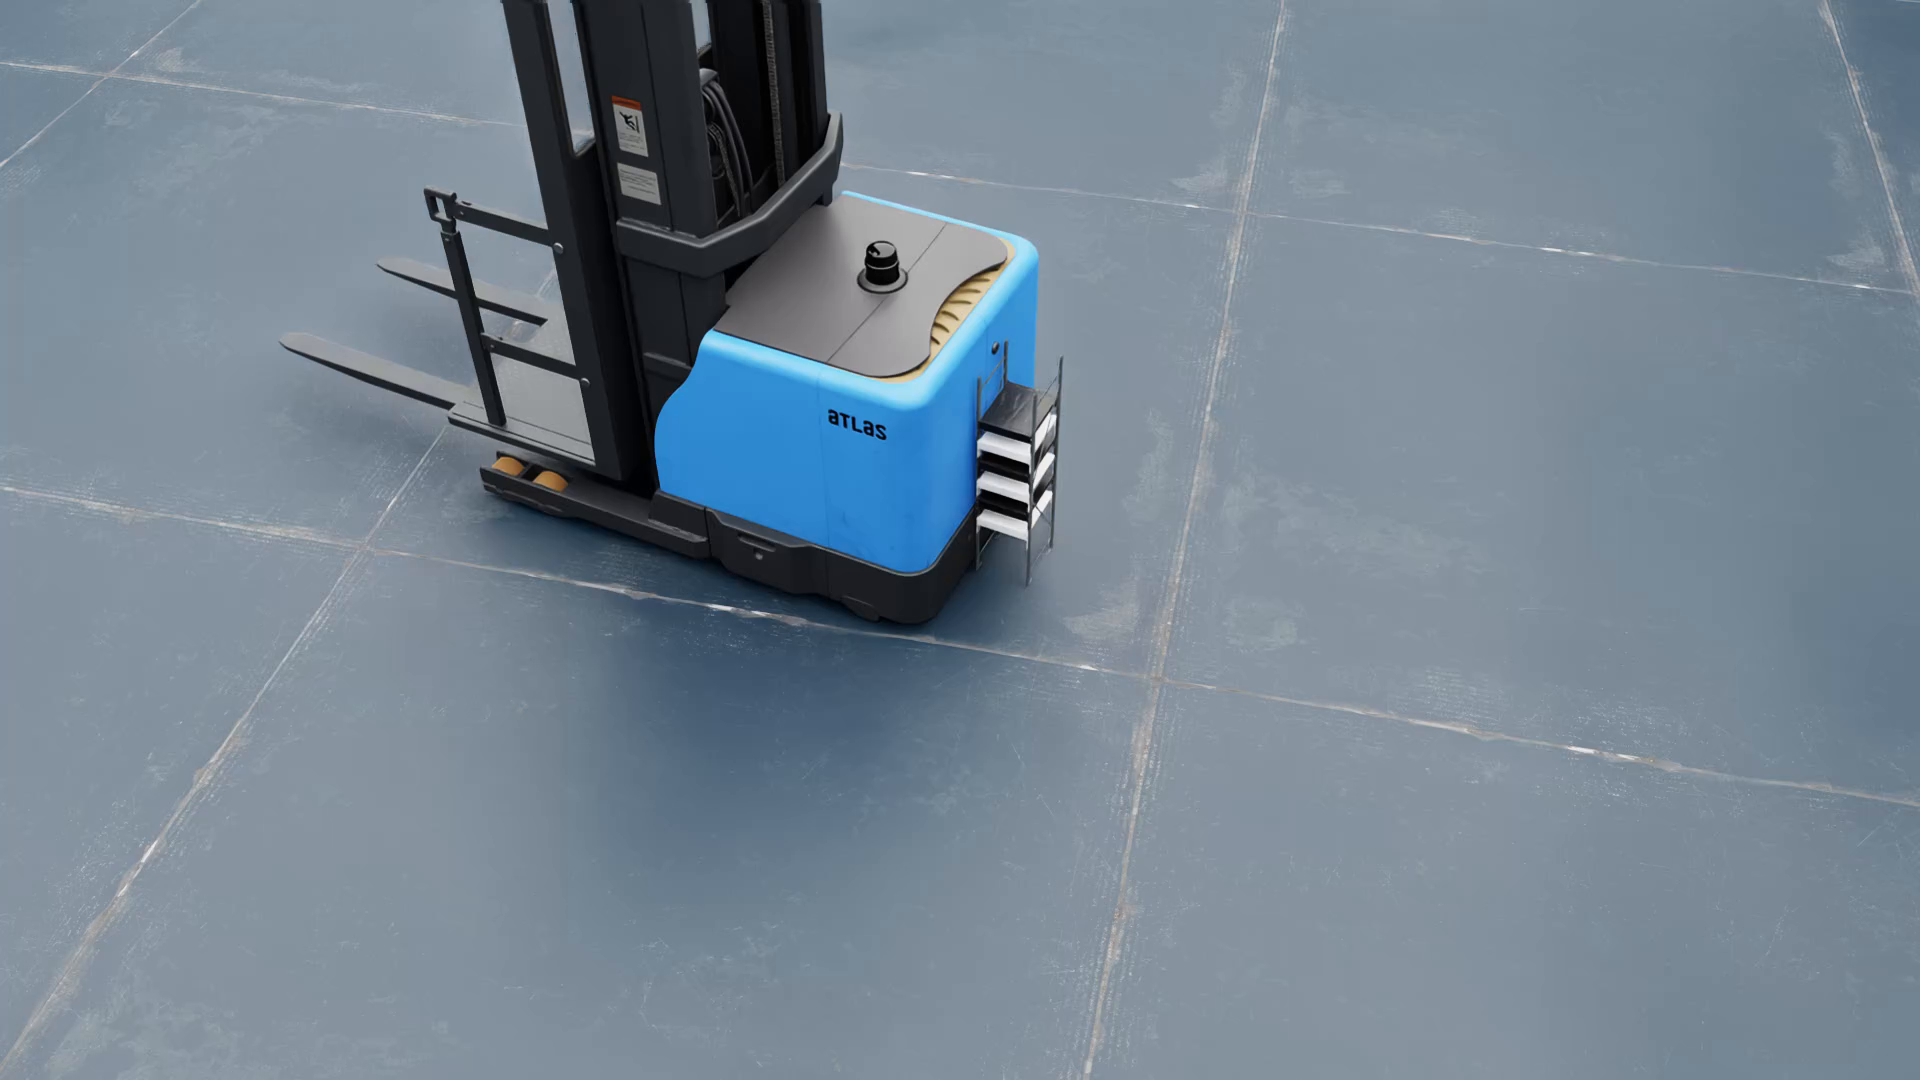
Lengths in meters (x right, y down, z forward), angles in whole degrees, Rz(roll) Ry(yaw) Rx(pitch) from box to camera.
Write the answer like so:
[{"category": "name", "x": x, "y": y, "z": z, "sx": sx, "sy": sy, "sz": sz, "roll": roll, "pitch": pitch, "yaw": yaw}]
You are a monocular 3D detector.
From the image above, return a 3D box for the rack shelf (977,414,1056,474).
[{"category": "rack shelf", "x": 0.203, "y": -0.360, "z": 5.764, "sx": 0.200, "sy": 0.077, "sz": 0.258, "roll": 18, "pitch": 47, "yaw": 18}]

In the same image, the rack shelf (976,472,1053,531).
[{"category": "rack shelf", "x": 0.203, "y": -0.166, "z": 5.951, "sx": 0.200, "sy": 0.077, "sz": 0.258, "roll": 18, "pitch": 47, "yaw": 18}]

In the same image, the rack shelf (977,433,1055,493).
[{"category": "rack shelf", "x": 0.203, "y": -0.296, "z": 5.826, "sx": 0.200, "sy": 0.077, "sz": 0.258, "roll": 18, "pitch": 47, "yaw": 18}]

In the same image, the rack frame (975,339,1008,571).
[{"category": "rack frame", "x": 0.111, "y": -0.285, "z": 5.897, "sx": 0.006, "sy": 0.900, "sz": 0.240, "roll": 18, "pitch": 47, "yaw": 18}]

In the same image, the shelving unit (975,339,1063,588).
[{"category": "shelving unit", "x": 0.203, "y": -0.255, "z": 5.866, "sx": 0.210, "sy": 0.900, "sz": 0.258, "roll": 18, "pitch": 47, "yaw": 18}]

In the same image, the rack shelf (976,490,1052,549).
[{"category": "rack shelf", "x": 0.203, "y": -0.101, "z": 6.014, "sx": 0.200, "sy": 0.077, "sz": 0.258, "roll": 18, "pitch": 47, "yaw": 18}]

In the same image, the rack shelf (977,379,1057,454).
[{"category": "rack shelf", "x": 0.203, "y": -0.425, "z": 5.702, "sx": 0.200, "sy": 0.077, "sz": 0.258, "roll": 18, "pitch": 47, "yaw": 18}]

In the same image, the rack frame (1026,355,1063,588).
[{"category": "rack frame", "x": 0.295, "y": -0.225, "z": 5.834, "sx": 0.006, "sy": 0.900, "sz": 0.240, "roll": 18, "pitch": 47, "yaw": 18}]

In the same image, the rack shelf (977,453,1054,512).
[{"category": "rack shelf", "x": 0.203, "y": -0.231, "z": 5.889, "sx": 0.200, "sy": 0.077, "sz": 0.258, "roll": 18, "pitch": 47, "yaw": 18}]

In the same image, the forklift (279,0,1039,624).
[{"category": "forklift", "x": -1.267, "y": -1.464, "z": 5.657, "sx": 3.031, "sy": 2.935, "sz": 1.130, "roll": 18, "pitch": 47, "yaw": 18}]
